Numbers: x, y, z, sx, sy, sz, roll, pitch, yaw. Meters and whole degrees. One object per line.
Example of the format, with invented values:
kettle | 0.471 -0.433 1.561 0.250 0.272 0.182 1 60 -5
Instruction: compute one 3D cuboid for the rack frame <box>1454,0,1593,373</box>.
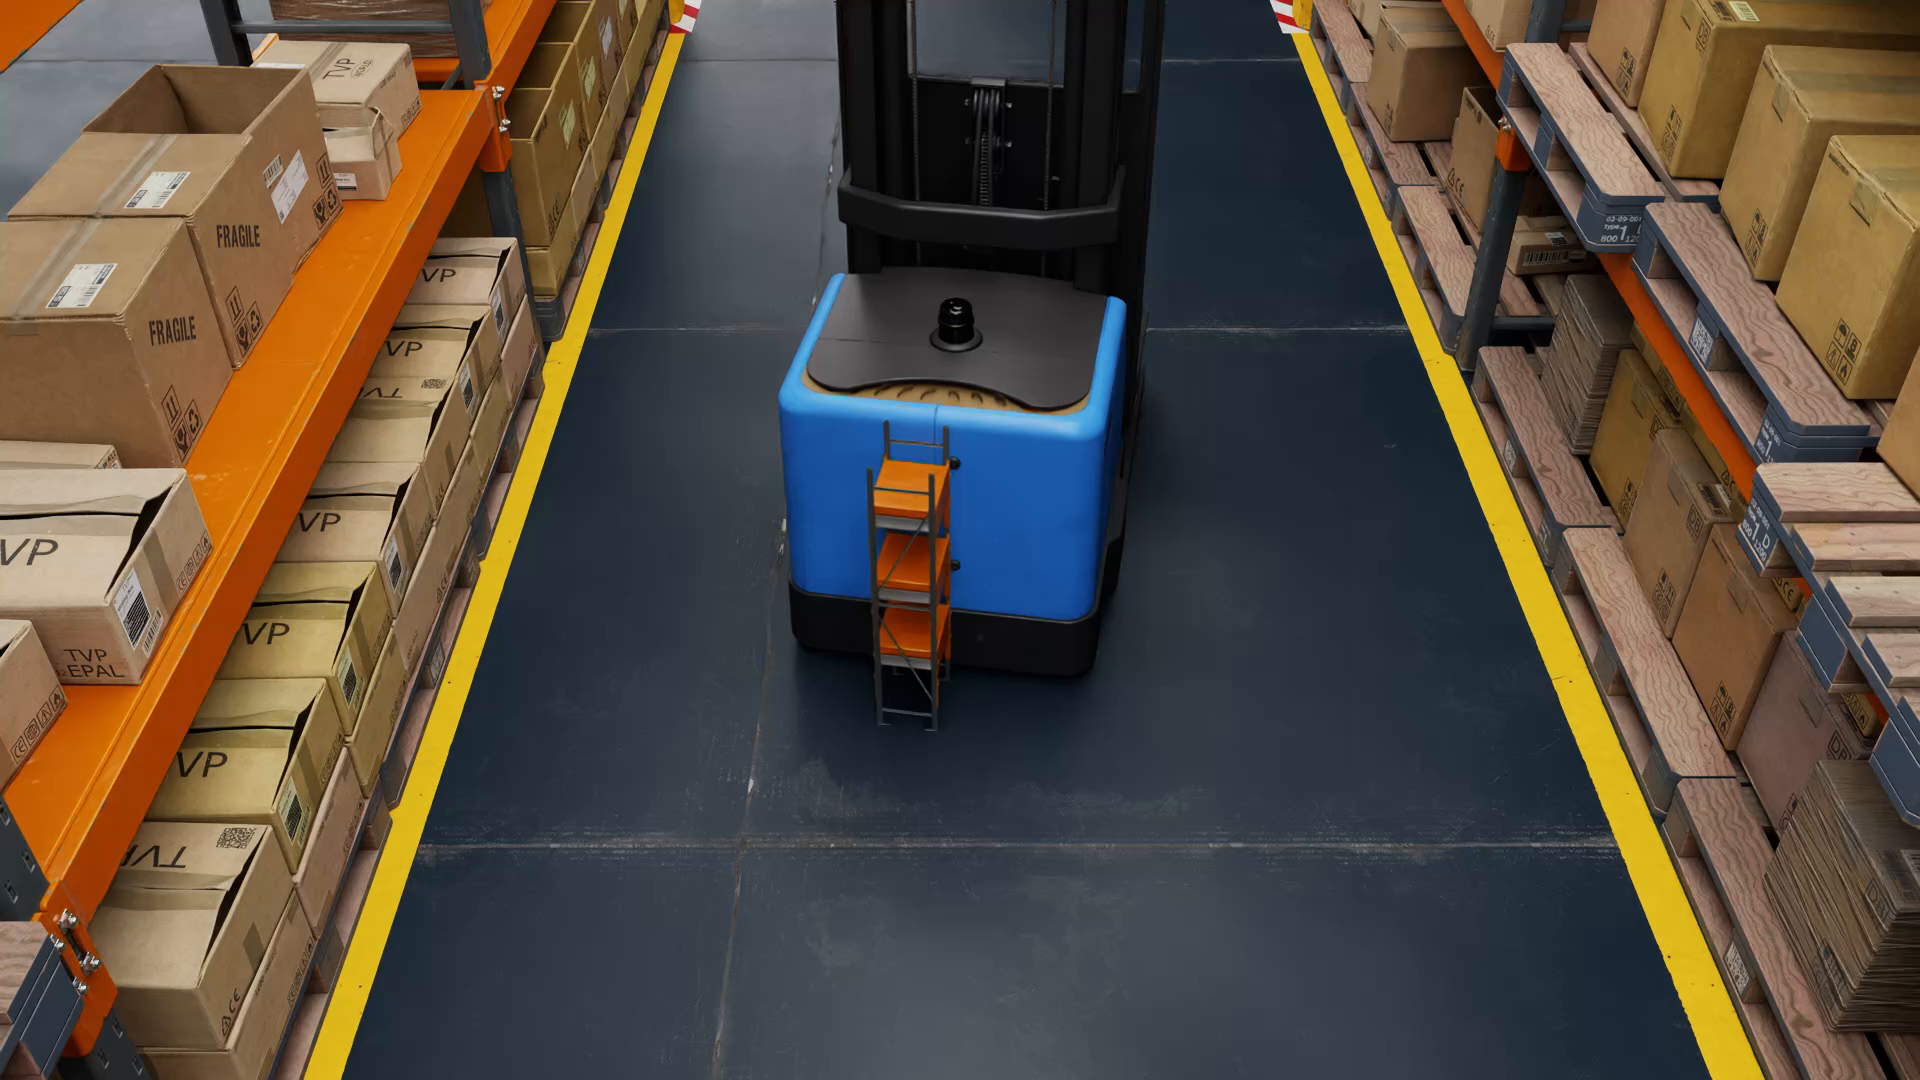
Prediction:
rack frame | 2.653 -1.927 6.255 1.000 3.000 0.127 0 39 0

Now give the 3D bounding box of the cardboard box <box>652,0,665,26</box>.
cardboard box | -2.009 -3.178 9.680 0.500 0.250 0.500 0 39 0

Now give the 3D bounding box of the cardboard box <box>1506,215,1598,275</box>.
cardboard box | 2.622 -1.327 7.421 0.380 0.166 0.250 -5 39 -6

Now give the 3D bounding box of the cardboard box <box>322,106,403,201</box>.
cardboard box | -2.116 -1.319 5.604 0.396 0.266 0.258 -1 39 -1

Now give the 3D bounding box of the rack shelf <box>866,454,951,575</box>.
rack shelf | -0.152 -0.078 5.072 0.215 0.259 0.240 6 39 7

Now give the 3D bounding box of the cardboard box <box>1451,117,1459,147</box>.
cardboard box | 2.671 -1.986 8.258 0.380 0.149 0.250 -3 39 -4

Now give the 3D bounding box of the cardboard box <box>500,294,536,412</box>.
cardboard box | -2.010 -0.752 6.653 0.500 0.250 0.500 0 39 0

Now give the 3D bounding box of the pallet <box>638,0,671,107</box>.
pallet | -2.263 -2.856 9.645 1.003 0.211 1.213 0 39 0

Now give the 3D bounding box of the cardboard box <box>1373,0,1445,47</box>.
cardboard box | 2.560 -2.761 9.095 0.500 0.311 0.500 3 39 4

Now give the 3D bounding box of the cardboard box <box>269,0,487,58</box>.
cardboard box | -2.308 -2.237 6.563 0.700 0.500 0.500 -1 39 -1

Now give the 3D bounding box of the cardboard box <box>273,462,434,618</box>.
cardboard box | -2.012 -0.026 5.298 0.500 0.311 0.500 0 39 -1

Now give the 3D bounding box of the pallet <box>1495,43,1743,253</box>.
pallet | 2.508 -1.374 5.719 1.003 0.211 1.213 0 39 0

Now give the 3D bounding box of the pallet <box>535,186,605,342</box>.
pallet | -2.260 -1.330 7.741 1.003 0.211 1.213 0 39 0

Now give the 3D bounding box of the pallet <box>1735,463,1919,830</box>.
pallet | 2.550 0.204 3.750 1.213 0.211 1.003 0 39 0

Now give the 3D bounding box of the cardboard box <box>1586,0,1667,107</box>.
cardboard box | 2.620 -1.819 5.689 0.700 0.500 0.500 0 39 0

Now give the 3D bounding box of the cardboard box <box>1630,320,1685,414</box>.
cardboard box | 2.674 -0.680 5.747 0.500 0.250 0.500 -1 39 -1

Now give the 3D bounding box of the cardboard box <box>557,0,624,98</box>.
cardboard box | -1.992 -2.532 8.275 0.500 0.500 0.500 0 39 0

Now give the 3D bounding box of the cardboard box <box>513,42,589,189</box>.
cardboard box | -1.997 -1.907 7.494 0.500 0.500 0.500 0 39 0

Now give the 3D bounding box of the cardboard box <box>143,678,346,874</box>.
cardboard box | -2.012 0.615 4.499 0.500 0.311 0.500 -1 39 -1

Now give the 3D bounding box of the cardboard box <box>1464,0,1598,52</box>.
cardboard box | 2.349 -2.172 6.665 0.500 0.250 0.500 0 39 0

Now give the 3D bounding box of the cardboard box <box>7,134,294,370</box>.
cardboard box | -2.315 -0.837 4.816 0.500 0.500 0.500 0 39 0

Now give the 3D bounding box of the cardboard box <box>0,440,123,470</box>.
cardboard box | -2.354 -0.119 4.200 0.380 0.149 0.250 3 39 3

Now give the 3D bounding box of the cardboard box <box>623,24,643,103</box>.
cardboard box | -1.994 -2.553 8.899 0.500 0.250 0.500 0 39 0

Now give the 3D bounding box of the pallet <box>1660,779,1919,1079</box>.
pallet | 2.658 1.174 4.616 1.003 0.211 1.213 0 39 0

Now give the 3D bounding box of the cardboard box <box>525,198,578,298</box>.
cardboard box | -1.998 -1.302 7.339 0.500 0.250 0.500 0 39 0

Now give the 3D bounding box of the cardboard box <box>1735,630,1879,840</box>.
cardboard box | 2.720 0.606 4.742 0.700 0.500 0.500 0 39 0

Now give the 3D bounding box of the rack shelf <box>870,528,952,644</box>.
rack shelf | -0.152 0.143 5.249 0.215 0.259 0.240 6 39 7

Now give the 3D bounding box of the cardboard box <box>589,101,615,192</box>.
cardboard box | -1.989 -1.927 8.119 0.500 0.250 0.500 0 39 0

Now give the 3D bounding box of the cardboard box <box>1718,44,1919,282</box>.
cardboard box | 2.645 -1.058 4.740 0.700 0.500 0.500 5 39 6

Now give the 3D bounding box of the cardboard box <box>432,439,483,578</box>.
cardboard box | -2.010 -0.116 5.859 0.500 0.250 0.500 1 39 1

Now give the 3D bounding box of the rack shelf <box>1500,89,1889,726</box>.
rack shelf | 2.655 -0.395 4.920 1.077 0.370 4.000 0 39 0

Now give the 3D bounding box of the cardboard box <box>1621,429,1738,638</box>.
cardboard box | 2.681 -0.020 5.524 0.700 0.500 0.500 0 39 0

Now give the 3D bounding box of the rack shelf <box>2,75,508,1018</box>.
rack shelf | -2.298 -0.389 4.912 1.077 0.370 4.000 0 39 0

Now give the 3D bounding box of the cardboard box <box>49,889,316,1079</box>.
cardboard box | -2.003 1.162 4.264 0.500 0.250 0.500 0 39 0

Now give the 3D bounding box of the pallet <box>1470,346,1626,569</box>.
pallet | 2.655 -0.352 6.520 1.003 0.211 1.213 0 39 0

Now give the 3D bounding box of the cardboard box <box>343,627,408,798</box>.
cardboard box | -2.011 0.523 5.062 0.500 0.250 0.500 -1 39 -1

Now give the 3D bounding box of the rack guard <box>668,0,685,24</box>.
rack guard | -2.305 -3.462 10.170 1.175 0.500 0.348 0 39 0

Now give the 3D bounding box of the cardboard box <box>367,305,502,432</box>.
cardboard box | -2.007 -0.652 6.079 0.500 0.311 0.500 1 39 1

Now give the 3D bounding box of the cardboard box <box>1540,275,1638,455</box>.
cardboard box | 2.670 -0.663 6.325 0.700 0.500 0.500 1 39 1

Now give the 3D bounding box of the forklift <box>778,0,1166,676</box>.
forklift | 0.172 -1.608 5.913 1.130 2.935 3.031 6 39 7

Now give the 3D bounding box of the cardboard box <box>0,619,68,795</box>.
cardboard box | -2.253 0.388 3.438 0.500 0.311 0.500 2 39 3

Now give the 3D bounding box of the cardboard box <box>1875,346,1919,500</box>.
cardboard box | 2.619 -0.279 3.768 0.700 0.500 0.500 -3 39 -4

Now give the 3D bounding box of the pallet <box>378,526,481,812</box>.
pallet | -2.257 0.393 5.591 1.003 0.211 1.213 0 39 0

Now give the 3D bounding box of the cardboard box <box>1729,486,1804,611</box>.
cardboard box | 2.661 -0.042 4.952 0.500 0.250 0.500 0 39 0

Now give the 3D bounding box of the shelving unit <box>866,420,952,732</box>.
shelving unit | -0.152 0.135 5.242 0.215 1.050 0.252 6 39 7

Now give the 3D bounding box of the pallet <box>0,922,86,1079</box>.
pallet | -2.225 1.079 2.658 1.213 0.211 1.003 0 39 0

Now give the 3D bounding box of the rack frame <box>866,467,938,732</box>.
rack frame | -0.173 0.210 5.149 0.200 1.050 0.008 6 39 7
